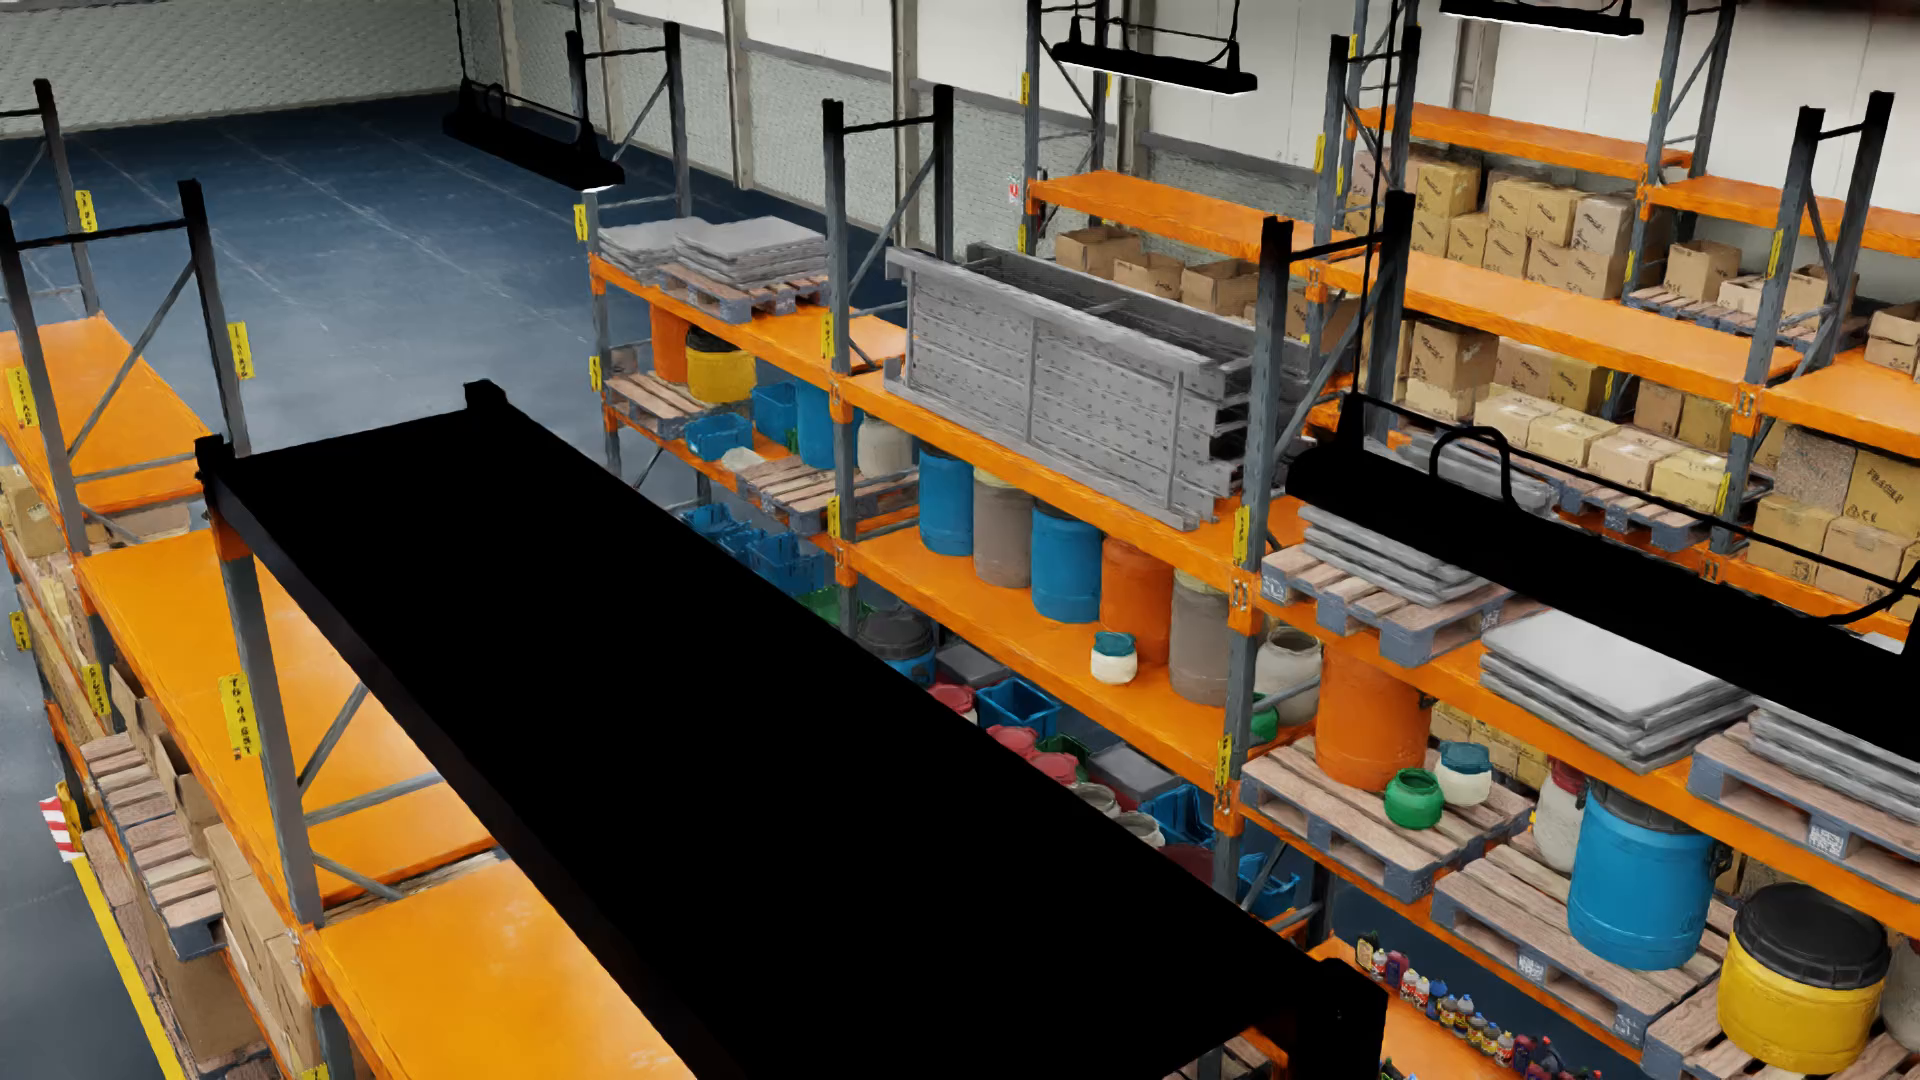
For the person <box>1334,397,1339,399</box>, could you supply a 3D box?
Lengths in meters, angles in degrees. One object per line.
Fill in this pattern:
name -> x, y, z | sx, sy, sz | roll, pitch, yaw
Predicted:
person -> 4.204, -0.835, 18.633 | 0.624, 1.788, 0.504 | 10, 27, 20
